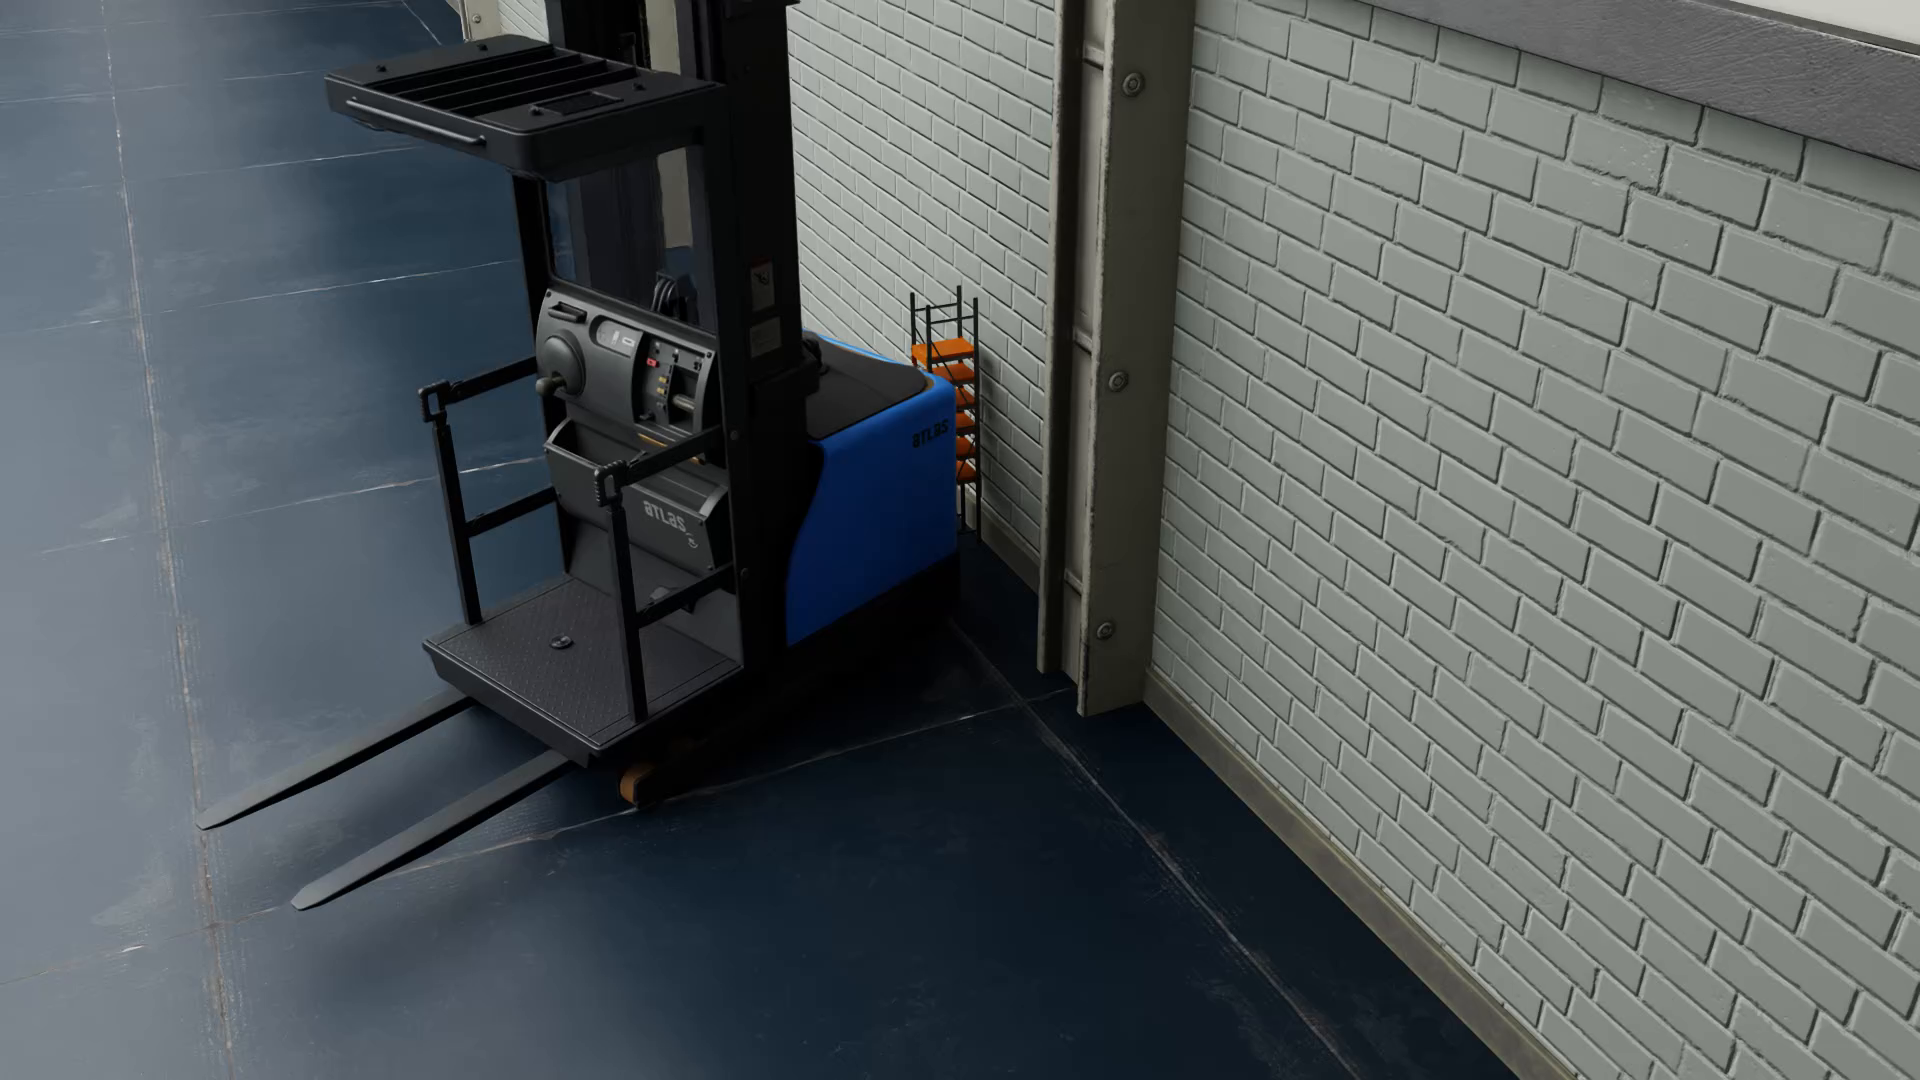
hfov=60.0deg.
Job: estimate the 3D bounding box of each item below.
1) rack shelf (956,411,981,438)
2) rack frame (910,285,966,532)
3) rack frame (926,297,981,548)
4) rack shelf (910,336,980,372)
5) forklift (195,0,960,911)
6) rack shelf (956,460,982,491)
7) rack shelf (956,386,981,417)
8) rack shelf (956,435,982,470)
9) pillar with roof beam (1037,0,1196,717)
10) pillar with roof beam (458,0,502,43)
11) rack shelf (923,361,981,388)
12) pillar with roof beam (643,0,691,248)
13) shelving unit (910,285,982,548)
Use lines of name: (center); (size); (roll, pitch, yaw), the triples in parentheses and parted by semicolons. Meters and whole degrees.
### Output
rack shelf: (-0.059, -0.482, 7.466); (0.258, 0.103, 0.180); (-12, 29, -20)
rack frame: (-0.095, -0.559, 7.521); (0.240, 1.200, 0.006); (-12, 29, -20)
rack frame: (-0.024, -0.484, 7.370); (0.240, 1.200, 0.006); (-12, 29, -20)
rack shelf: (-0.065, -0.803, 7.303); (0.258, 0.103, 0.180); (-12, 29, -20)
forklift: (-1.340, -0.589, 5.803); (1.130, 2.935, 3.031); (23, 36, 35)
rack shelf: (-0.055, -0.268, 7.575); (0.258, 0.103, 0.180); (-12, 29, -20)
rack shelf: (-0.061, -0.589, 7.412); (0.258, 0.103, 0.180); (-12, 29, -20)
rack shelf: (-0.057, -0.375, 7.520); (0.258, 0.103, 0.180); (-12, 29, -20)
pillar with roof beam: (-3.352, -2.446, 2.911); (9.100, 9.000, 0.400); (-13, 32, -22)
pillar with roof beam: (-8.504, -7.747, 12.364); (9.100, 9.000, 0.400); (-13, 32, -22)
rack shelf: (-0.063, -0.696, 7.357); (0.258, 0.103, 0.180); (-12, 29, -20)
pillar with roof beam: (-5.928, -5.096, 7.638); (9.100, 9.000, 0.400); (-13, 32, -22)
shelving unit: (-0.060, -0.522, 7.446); (0.258, 1.200, 0.189); (-12, 29, -20)
